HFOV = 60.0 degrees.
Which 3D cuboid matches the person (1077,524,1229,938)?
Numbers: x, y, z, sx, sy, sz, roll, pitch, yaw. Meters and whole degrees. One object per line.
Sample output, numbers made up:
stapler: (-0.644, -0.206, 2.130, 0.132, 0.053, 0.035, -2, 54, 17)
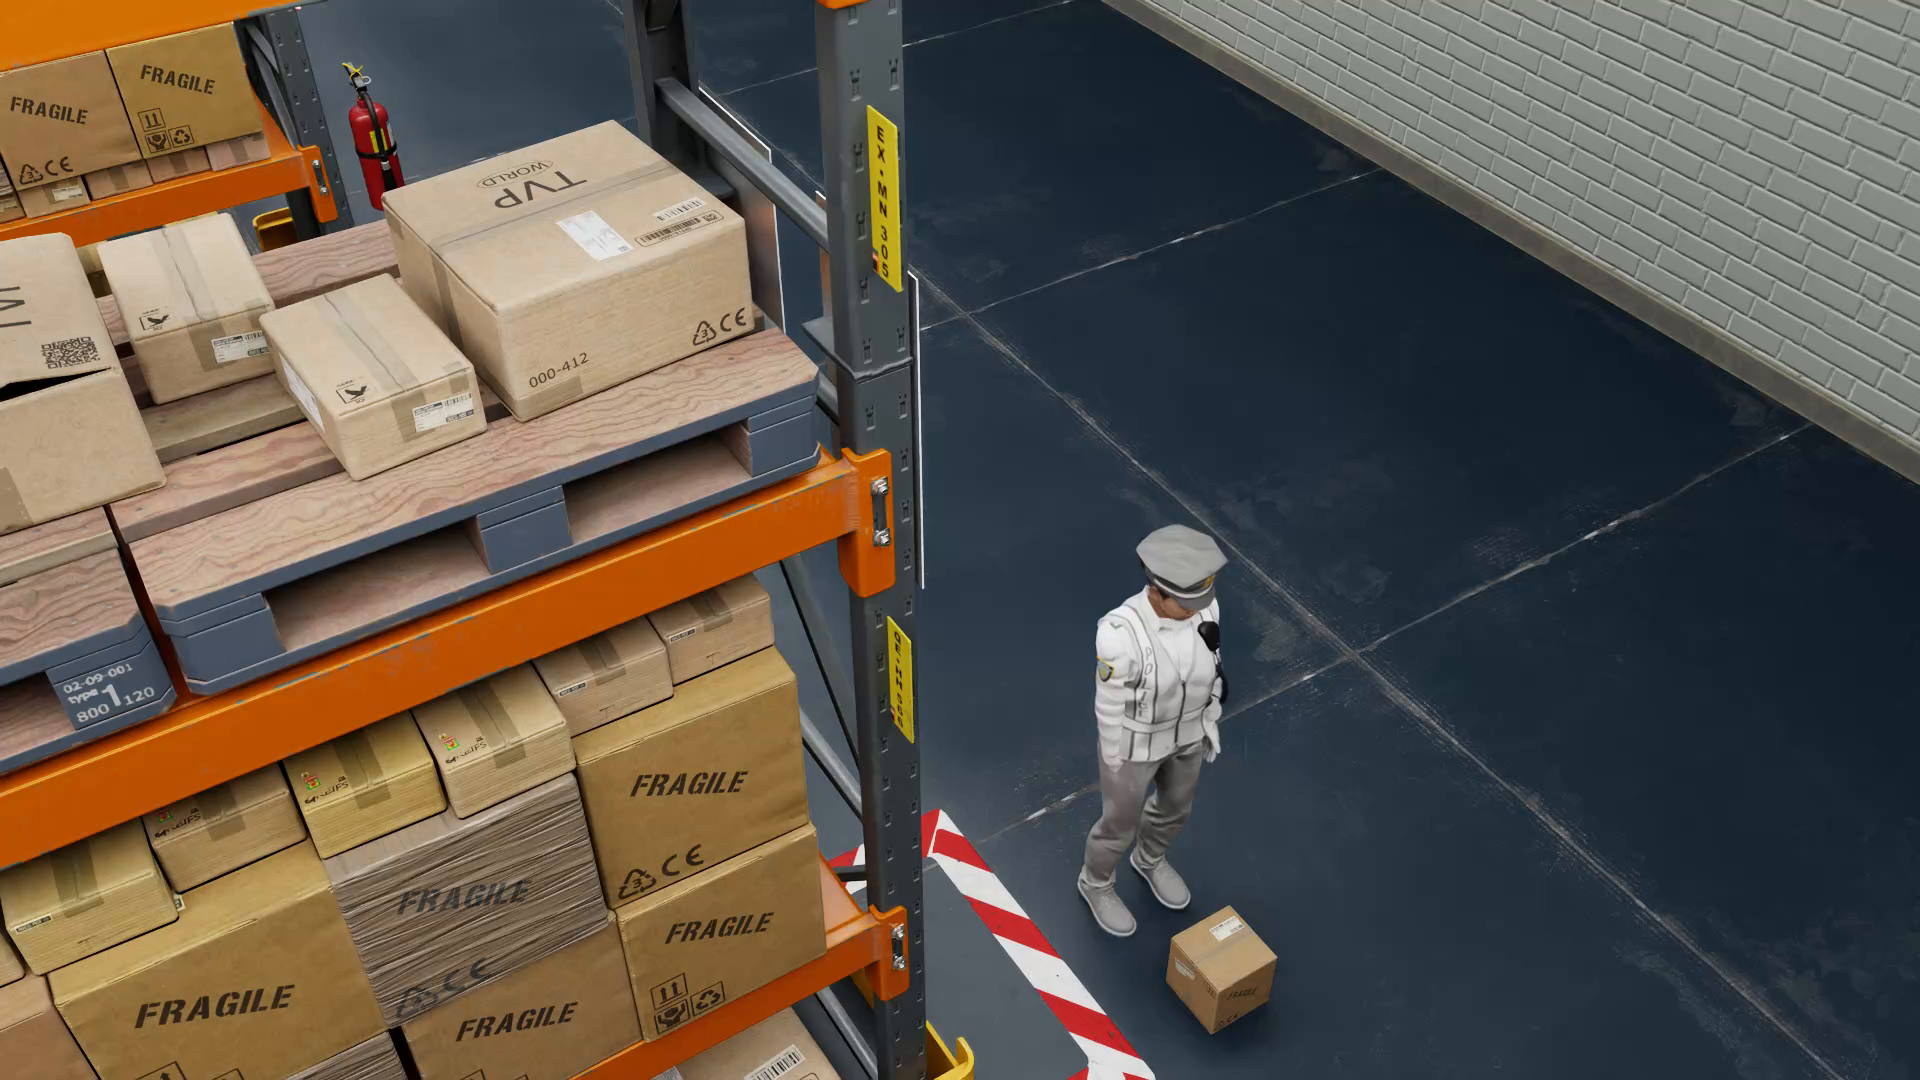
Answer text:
person: (0.645, 0.642, 5.428, 0.471, 1.664, 0.327, -22, 46, -23)
